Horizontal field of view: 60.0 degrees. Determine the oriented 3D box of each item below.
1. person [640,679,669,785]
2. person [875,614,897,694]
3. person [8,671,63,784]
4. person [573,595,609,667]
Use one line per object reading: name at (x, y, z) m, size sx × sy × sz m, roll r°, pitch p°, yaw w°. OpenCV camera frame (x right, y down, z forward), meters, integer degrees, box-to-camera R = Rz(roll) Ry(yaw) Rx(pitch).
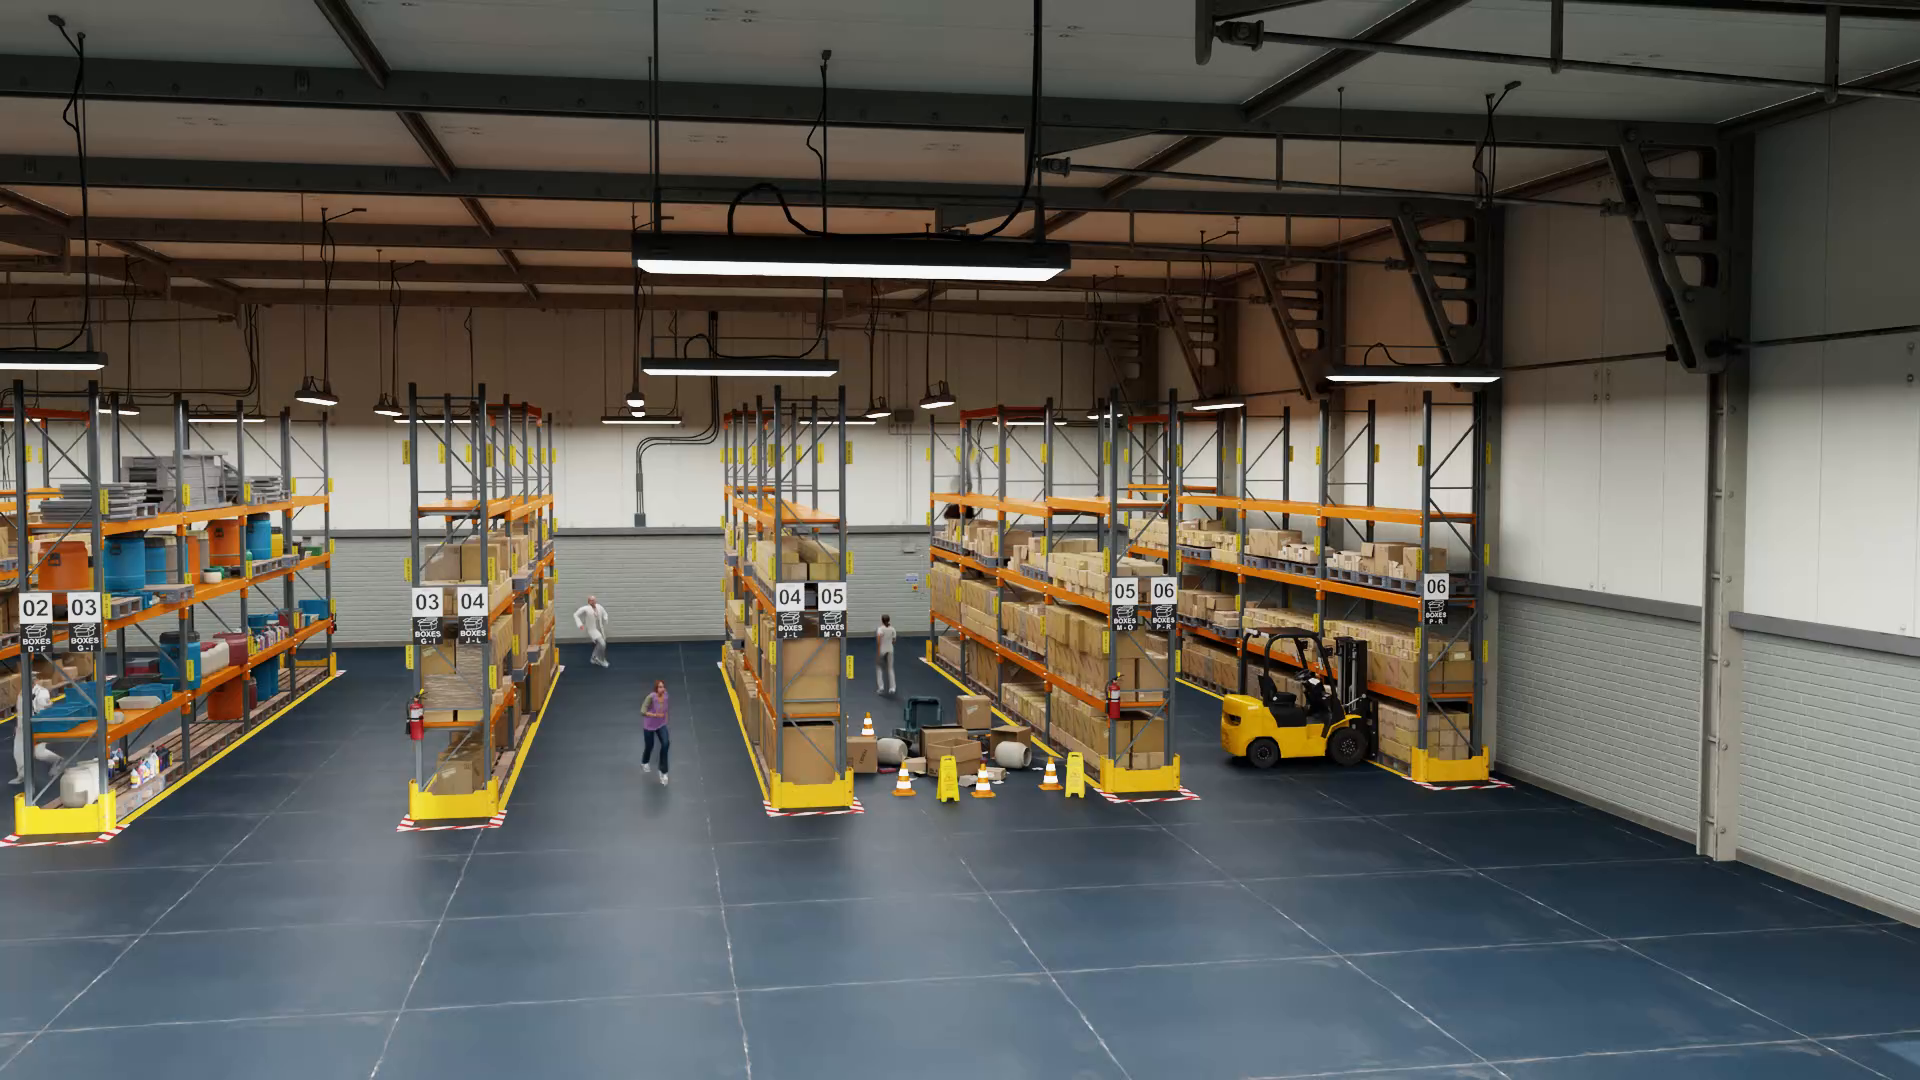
person at (-4.722, 2.923, 25.643) m, size 0.537 × 1.606 × 0.912 m, roll -2°, pitch 3°, yaw -30°
person at (-1.542, 2.409, 34.780) m, size 0.509 × 1.709 × 0.810 m, roll -1°, pitch 3°, yaw -18°
person at (-14.139, 2.837, 25.403) m, size 0.631 × 1.702 × 0.739 m, roll 1°, pitch 3°, yaw 14°
person at (-8.695, 2.172, 39.453) m, size 0.746 × 1.739 × 0.836 m, roll 2°, pitch 4°, yaw 39°
